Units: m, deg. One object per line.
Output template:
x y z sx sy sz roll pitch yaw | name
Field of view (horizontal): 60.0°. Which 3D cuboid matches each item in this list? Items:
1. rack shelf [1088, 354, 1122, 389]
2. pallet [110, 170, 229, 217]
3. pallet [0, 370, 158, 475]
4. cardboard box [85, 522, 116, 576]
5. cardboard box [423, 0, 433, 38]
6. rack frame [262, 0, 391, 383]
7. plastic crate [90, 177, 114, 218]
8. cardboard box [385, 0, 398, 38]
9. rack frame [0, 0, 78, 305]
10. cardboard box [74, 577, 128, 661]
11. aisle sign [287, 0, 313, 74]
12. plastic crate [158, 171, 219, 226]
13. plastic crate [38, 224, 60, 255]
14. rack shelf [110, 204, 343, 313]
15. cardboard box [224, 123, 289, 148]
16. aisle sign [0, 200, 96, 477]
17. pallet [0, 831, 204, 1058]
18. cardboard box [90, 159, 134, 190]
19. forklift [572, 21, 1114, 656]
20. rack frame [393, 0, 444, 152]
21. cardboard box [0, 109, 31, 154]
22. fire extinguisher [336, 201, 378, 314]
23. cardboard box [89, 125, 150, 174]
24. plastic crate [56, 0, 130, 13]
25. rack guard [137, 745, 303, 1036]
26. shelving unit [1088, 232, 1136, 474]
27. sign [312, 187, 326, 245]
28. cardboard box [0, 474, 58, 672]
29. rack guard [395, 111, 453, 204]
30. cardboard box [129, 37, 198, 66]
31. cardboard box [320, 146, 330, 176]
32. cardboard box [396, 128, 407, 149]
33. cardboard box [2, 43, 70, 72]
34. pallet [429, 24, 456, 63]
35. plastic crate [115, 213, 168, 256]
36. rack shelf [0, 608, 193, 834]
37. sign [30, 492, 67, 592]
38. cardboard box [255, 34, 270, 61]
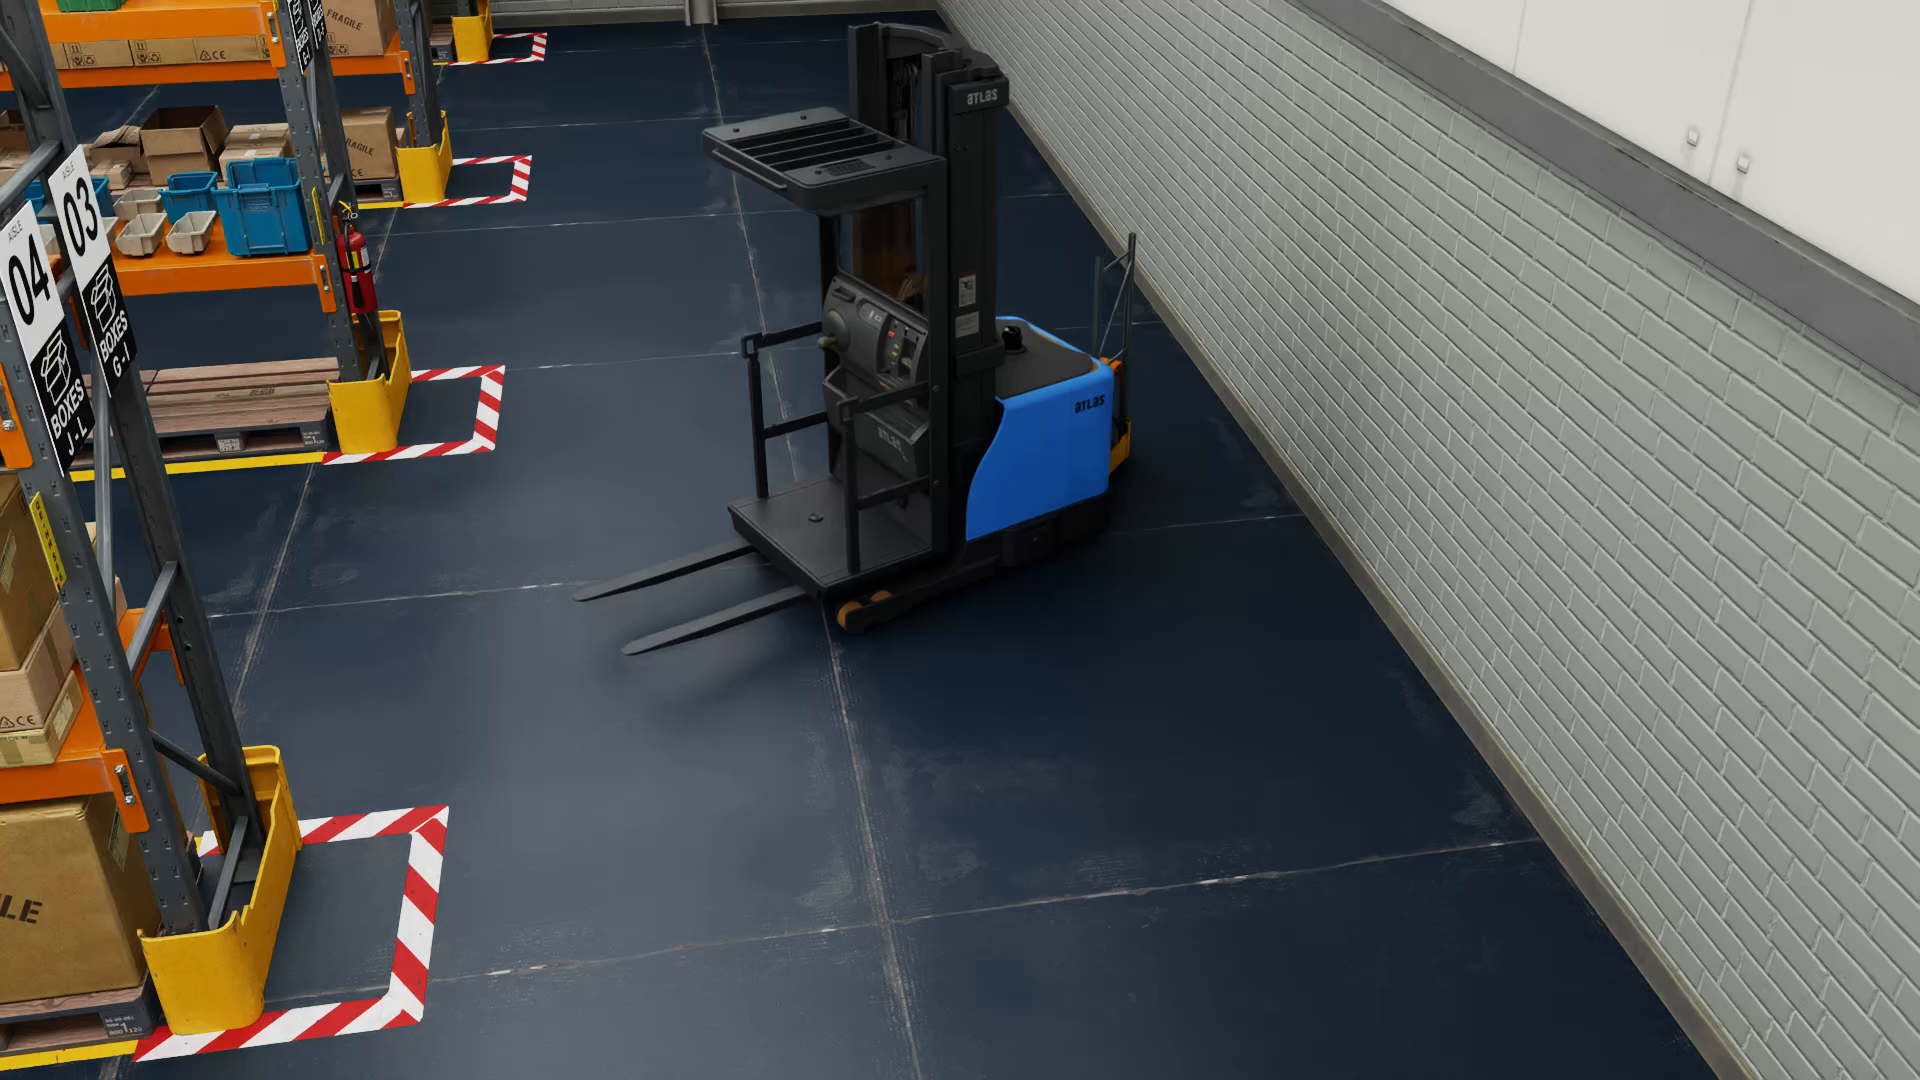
0.472 -1.049 10.410 1.000 0.185 0.538 16 34 25 | rack shelf
-6.882 -3.211 15.003 1.213 0.211 1.003 -5 31 -9 | pallet
-5.953 -0.766 10.844 1.213 0.211 1.003 -5 31 -9 | pallet
-3.566 0.182 6.336 0.500 0.250 0.500 -6 31 -10 | cardboard box
-6.392 -6.062 19.153 0.500 0.500 0.700 -5 31 -9 | cardboard box
-3.937 -2.133 10.419 0.127 3.000 1.000 -5 31 -9 | rack frame
-5.534 -2.108 10.482 0.300 0.233 0.416 -5 31 -9 | plastic crate
-5.309 -4.737 14.749 0.500 0.500 0.500 -5 31 -8 | cardboard box
-3.045 -2.250 4.698 0.127 3.000 1.000 -5 31 -9 | rack frame
-3.453 0.312 6.507 0.250 0.149 0.380 -5 31 -8 | cardboard box
-3.813 -3.114 9.522 0.004 0.787 0.394 -5 31 -9 | aisle sign
-4.887 -2.168 10.584 0.300 0.233 0.416 -5 31 -9 | plastic crate
-5.552 -1.788 10.032 0.250 0.136 0.298 -5 31 -9 | plastic crate
-5.904 -1.640 10.290 4.000 0.370 1.077 -5 31 -9 | rack shelf
-6.395 -3.608 15.205 0.500 0.250 0.500 -5 31 -9 | cardboard box
-2.920 -0.641 5.317 0.004 0.787 0.394 -5 31 -9 | aisle sign
-3.817 1.650 6.735 1.213 0.211 1.003 -5 31 -9 | pallet
-7.459 -3.221 14.629 0.250 0.166 0.380 -5 31 -9 | cardboard box
-0.623 -1.070 8.678 3.031 2.935 1.130 -19 36 -29 | forklift
-4.825 -4.603 14.619 0.127 3.000 1.000 -5 31 -9 | rack frame
-8.251 -3.544 14.849 0.500 0.500 0.500 -5 31 -9 | cardboard box
-3.707 -1.726 10.171 0.183 0.674 0.296 -5 31 -9 | fire extinguisher
-7.513 -3.531 15.014 0.500 0.311 0.500 -5 31 -9 | cardboard box
-4.856 -3.102 9.317 0.336 0.188 0.450 -5 31 -9 | plastic crate
-3.021 1.412 6.856 0.348 0.500 1.175 -5 31 -9 | rack guard
0.480 -1.202 10.315 1.083 1.500 0.587 16 34 25 | shelving unit
-3.822 -1.931 9.913 0.005 0.325 0.100 -5 31 -9 | sign
-3.477 0.125 5.693 0.500 0.500 0.500 -5 31 -8 | cardboard box
-4.900 -3.519 15.241 0.348 0.500 1.175 -5 31 -9 | rack guard
-6.714 -4.332 14.059 0.500 0.500 0.500 -6 31 -10 | cardboard box
-5.730 -3.407 14.946 0.250 0.166 0.380 -5 31 -9 | cardboard box
-5.299 -3.697 15.457 0.250 0.149 0.380 -5 31 -9 | cardboard box
-7.707 -4.240 13.903 0.500 0.500 0.500 -5 31 -8 | cardboard box
-6.494 -5.759 19.335 1.213 0.211 1.003 -5 31 -9 | pallet
-4.994 -1.861 10.157 0.243 0.136 0.396 -5 31 -9 | plastic crate
-5.012 0.829 6.091 4.000 0.370 1.077 -5 31 -9 | rack shelf
-2.961 0.007 5.403 0.005 0.325 0.100 -5 31 -9 | sign
-5.727 -4.421 14.210 0.500 0.500 0.500 -5 31 -8 | cardboard box
